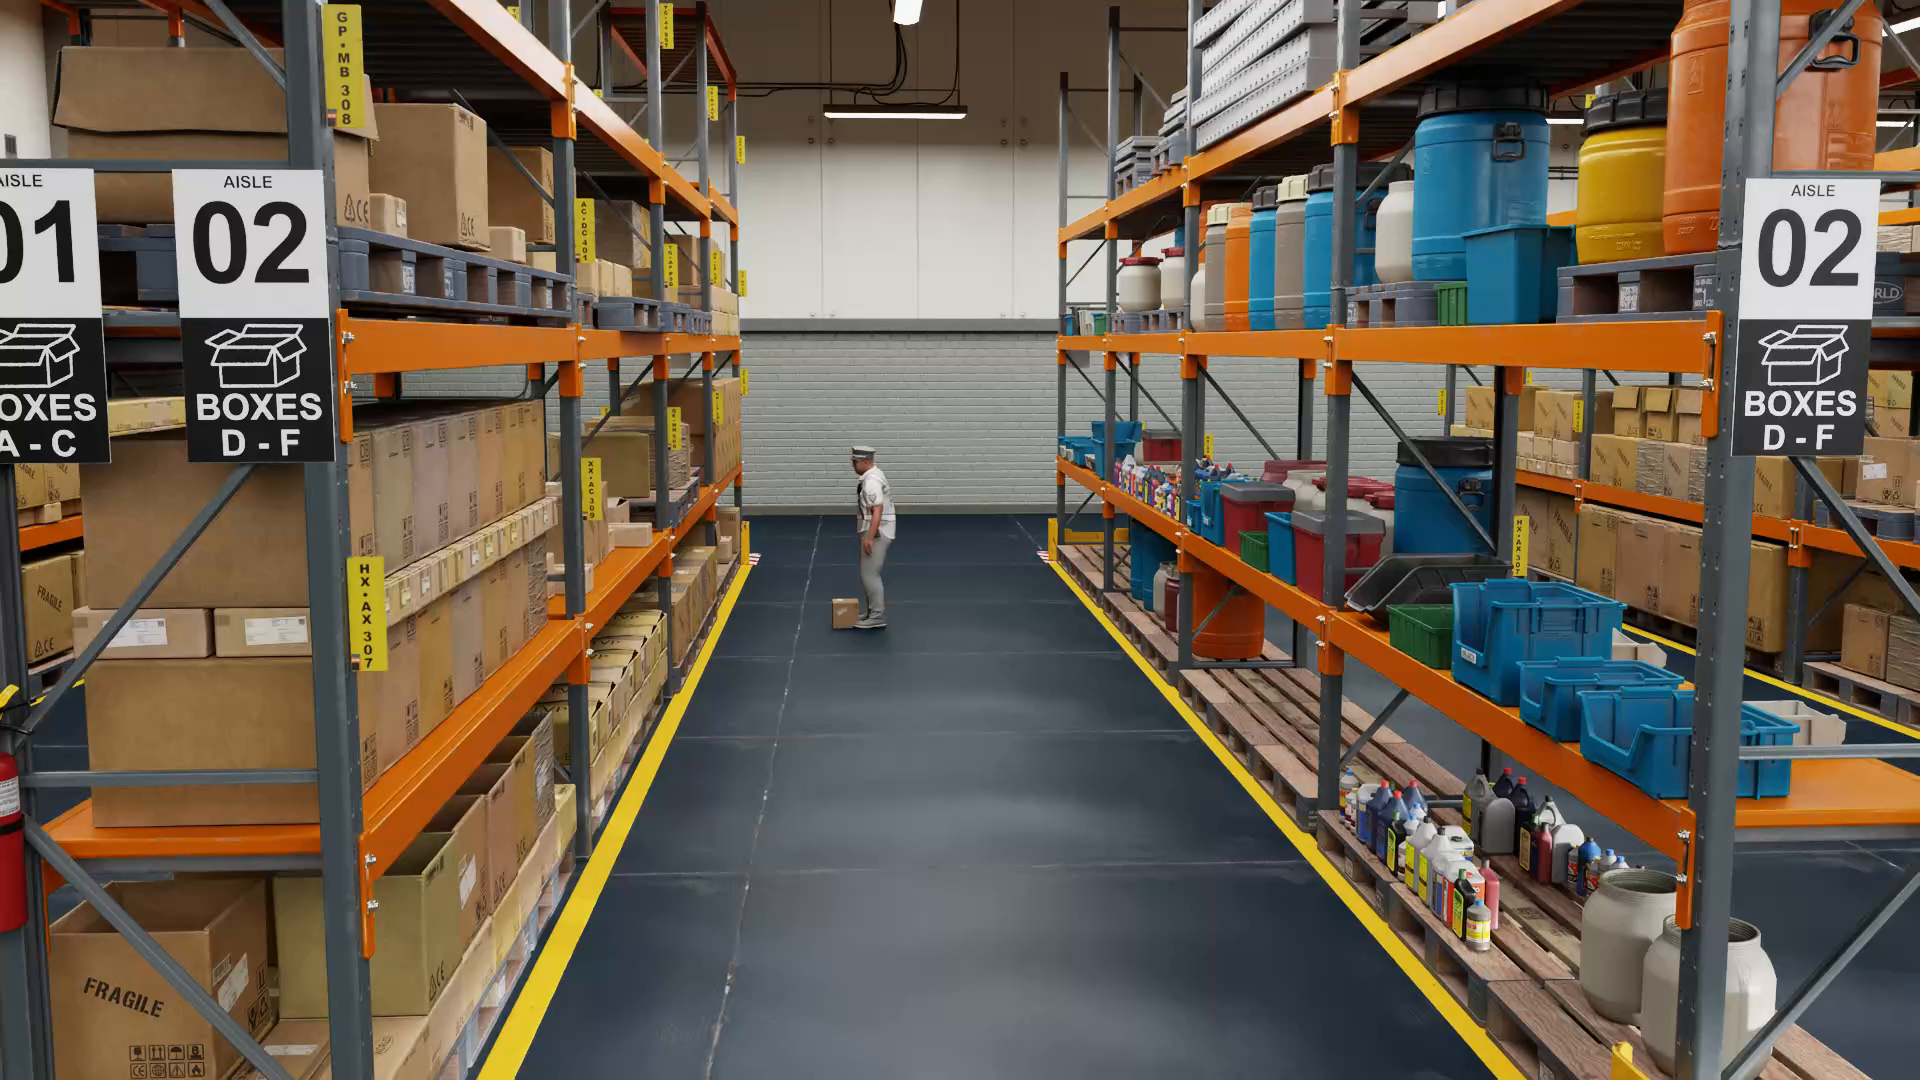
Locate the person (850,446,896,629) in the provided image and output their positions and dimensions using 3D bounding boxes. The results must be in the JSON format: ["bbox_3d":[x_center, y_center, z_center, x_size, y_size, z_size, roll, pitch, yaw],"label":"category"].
[{"bbox_3d":[-0.838,-0.038,16.028,0.435,1.748,0.591,-1,7,-5],"label":"person"}]
